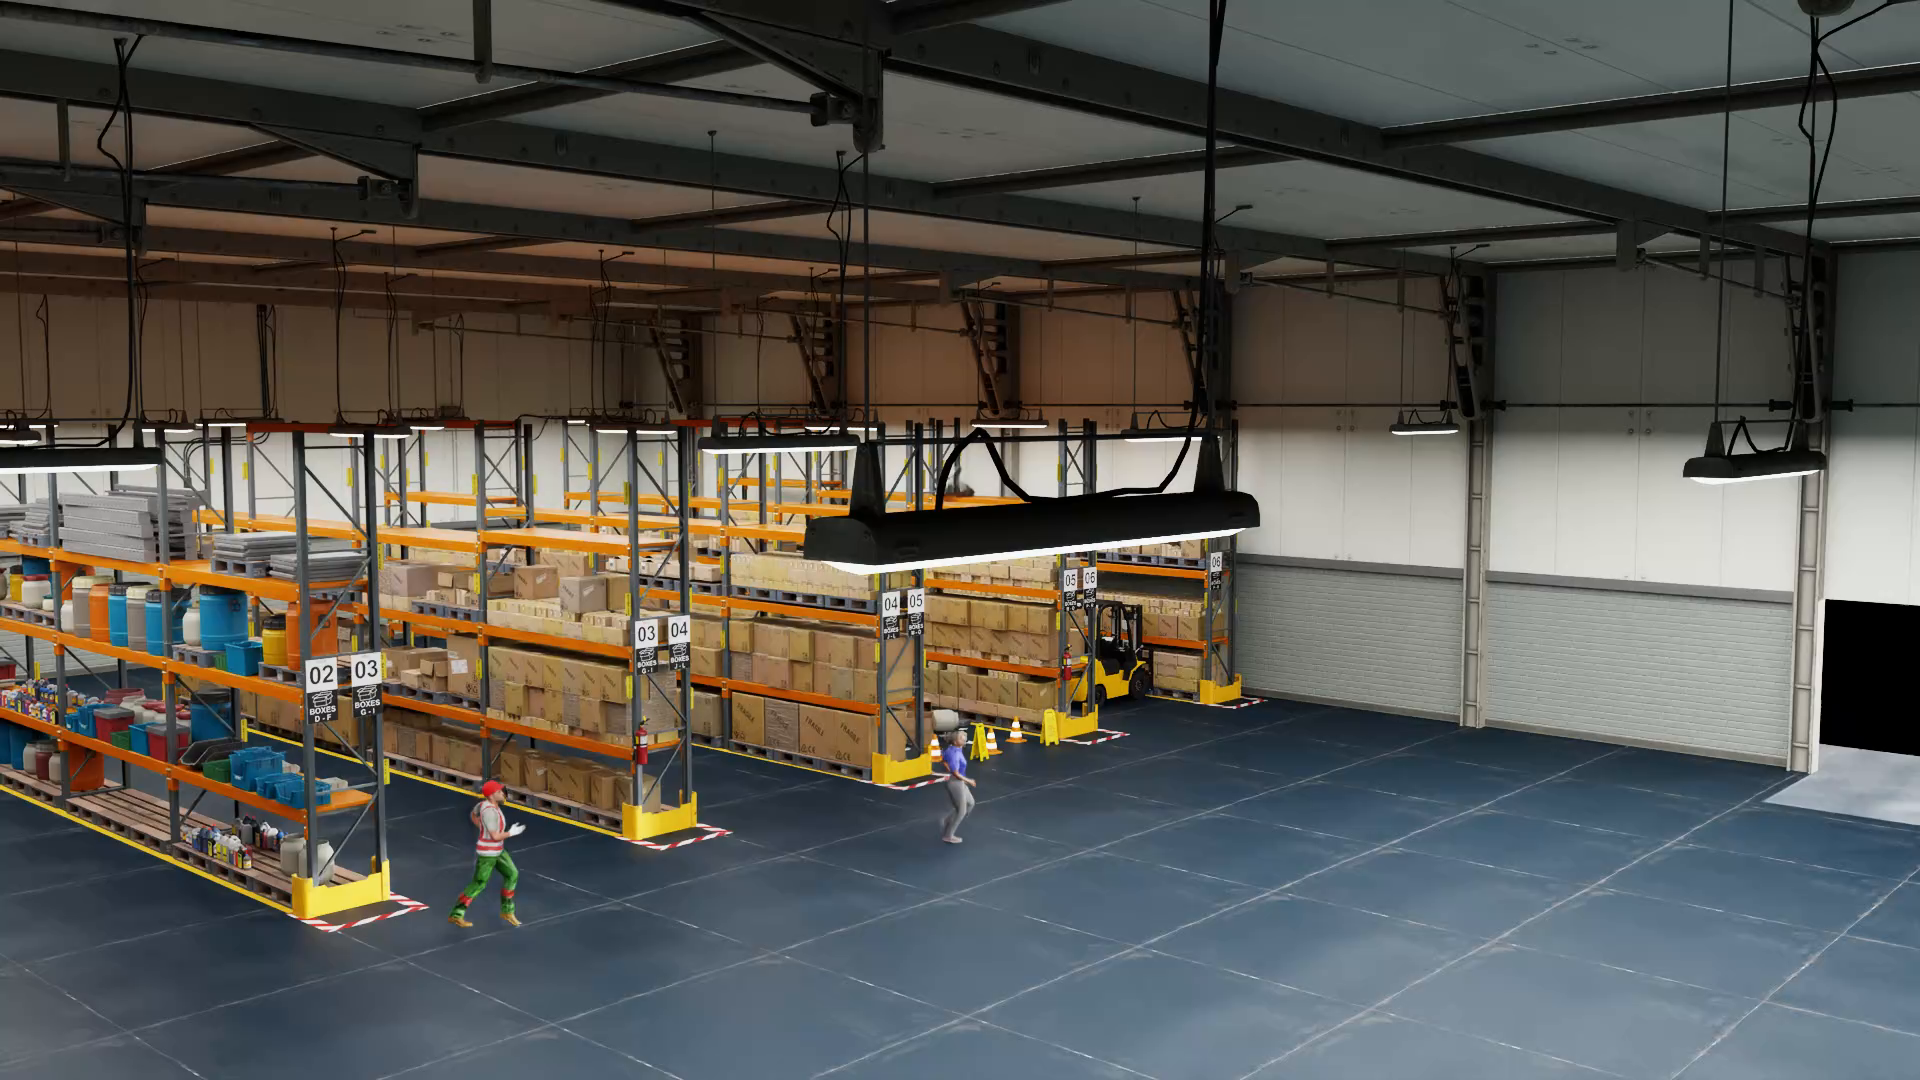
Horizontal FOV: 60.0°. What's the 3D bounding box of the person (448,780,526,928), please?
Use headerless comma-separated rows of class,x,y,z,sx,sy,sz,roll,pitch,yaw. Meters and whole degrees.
person,-5.701,3.801,20.054,0.924,1.833,0.674,-1,5,-10

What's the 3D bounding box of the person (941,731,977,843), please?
person,-0.020,3.562,24.073,0.500,1.617,0.588,-1,5,-7

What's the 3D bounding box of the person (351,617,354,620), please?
person,-13.481,2.517,36.996,0.539,1.644,0.643,-3,6,-36
